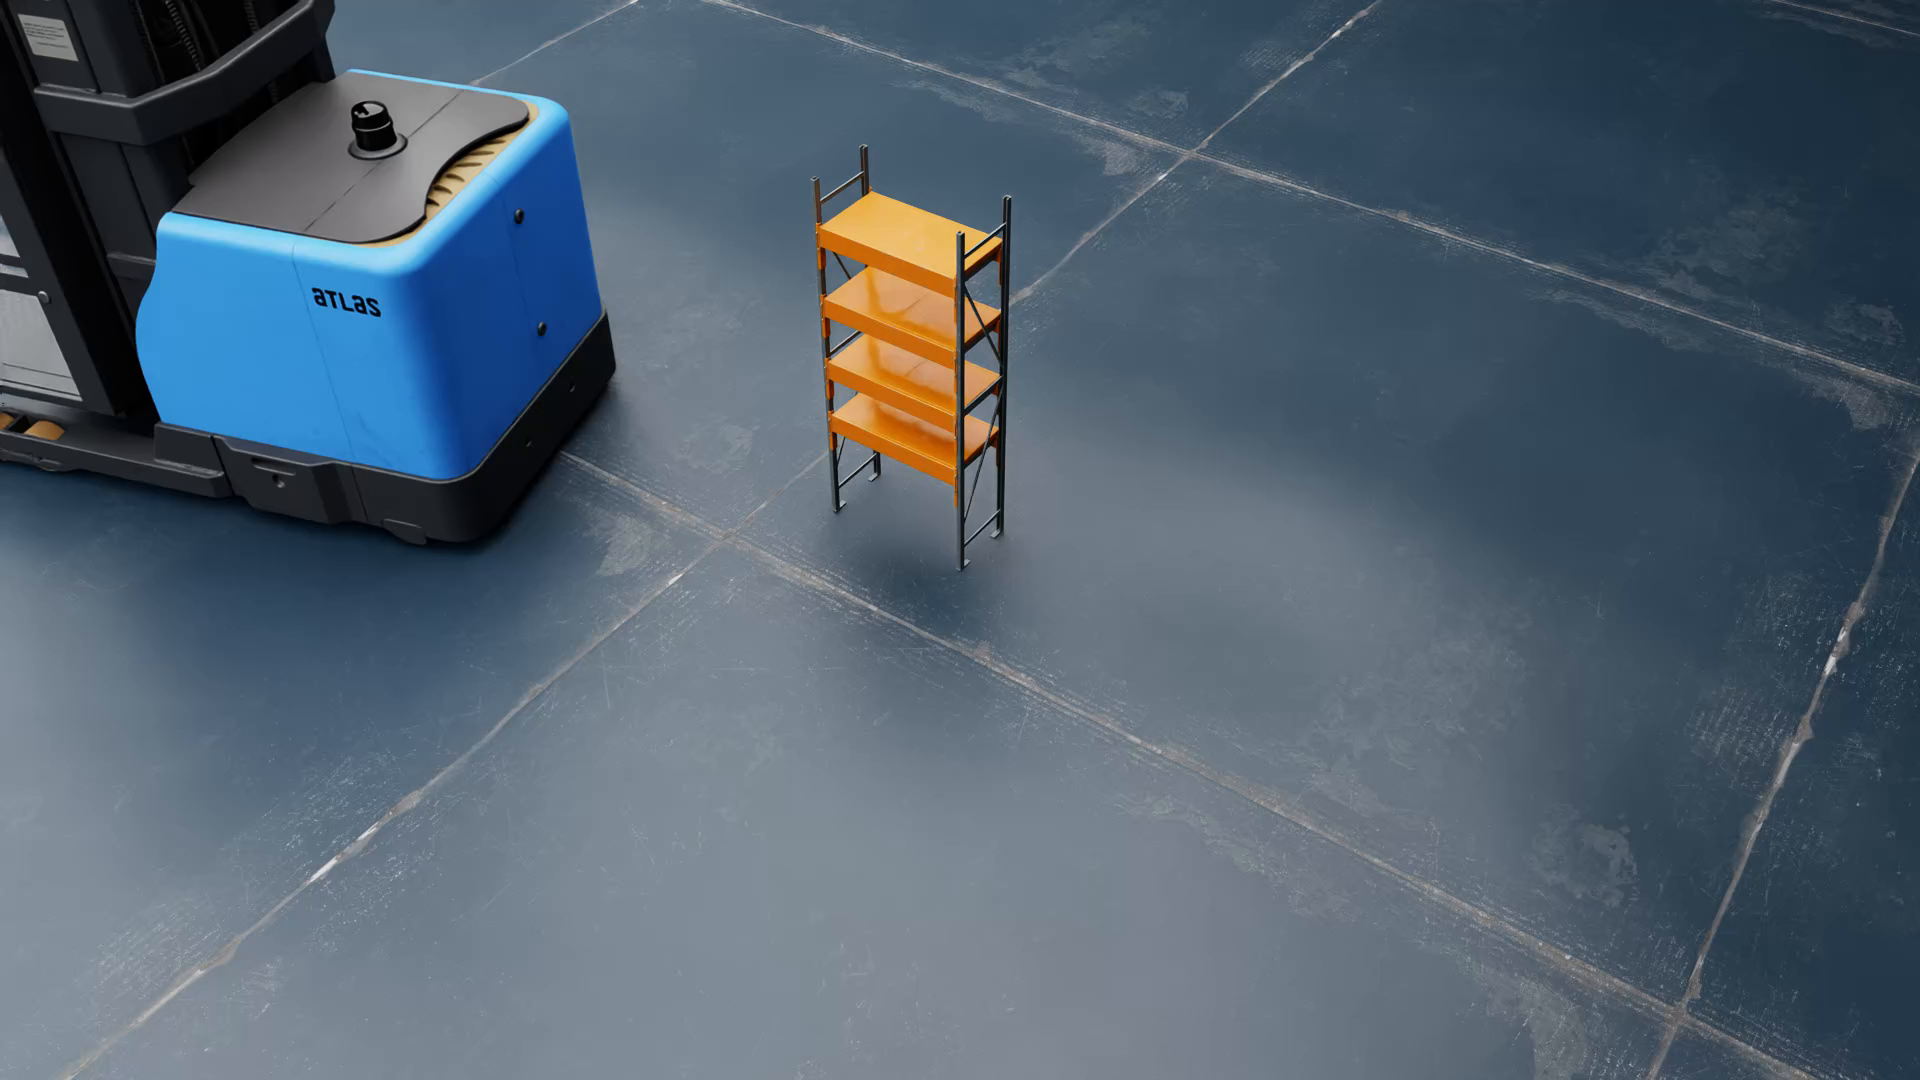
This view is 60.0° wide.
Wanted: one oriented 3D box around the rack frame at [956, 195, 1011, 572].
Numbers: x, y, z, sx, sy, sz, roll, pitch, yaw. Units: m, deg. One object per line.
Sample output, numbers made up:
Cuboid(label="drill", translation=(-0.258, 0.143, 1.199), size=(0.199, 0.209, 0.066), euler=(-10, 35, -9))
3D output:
Cuboid(label="rack frame", translation=(0.064, -0.417, 4.816), size=(0.015, 1.200, 0.240), euler=(25, 48, 25))

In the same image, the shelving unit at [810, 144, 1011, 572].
Cuboid(label="shelving unit", translation=(-0.136, -0.511, 4.921), size=(0.503, 1.200, 0.258), euler=(25, 48, 25))

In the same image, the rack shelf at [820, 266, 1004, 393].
Cuboid(label="rack shelf", translation=(-0.136, -0.627, 4.816), size=(0.480, 0.148, 0.258), euler=(25, 48, 25))

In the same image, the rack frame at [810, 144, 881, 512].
Cuboid(label="rack frame", translation=(-0.335, -0.604, 5.025), size=(0.015, 1.200, 0.240), euler=(25, 48, 25))

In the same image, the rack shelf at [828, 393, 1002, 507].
Cuboid(label="rack shelf", translation=(-0.136, -0.312, 5.098), size=(0.480, 0.148, 0.258), euler=(25, 48, 25))

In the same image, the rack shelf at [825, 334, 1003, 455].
Cuboid(label="rack shelf", translation=(-0.136, -0.460, 4.966), size=(0.480, 0.148, 0.258), euler=(25, 48, 25))

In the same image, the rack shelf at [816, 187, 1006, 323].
Cuboid(label="rack shelf", translation=(-0.136, -0.803, 4.659), size=(0.480, 0.148, 0.258), euler=(25, 48, 25))

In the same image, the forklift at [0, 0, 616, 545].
Cuboid(label="forklift", translation=(-2.777, -1.643, 4.888), size=(3.031, 2.935, 1.130), euler=(12, 43, 13))
